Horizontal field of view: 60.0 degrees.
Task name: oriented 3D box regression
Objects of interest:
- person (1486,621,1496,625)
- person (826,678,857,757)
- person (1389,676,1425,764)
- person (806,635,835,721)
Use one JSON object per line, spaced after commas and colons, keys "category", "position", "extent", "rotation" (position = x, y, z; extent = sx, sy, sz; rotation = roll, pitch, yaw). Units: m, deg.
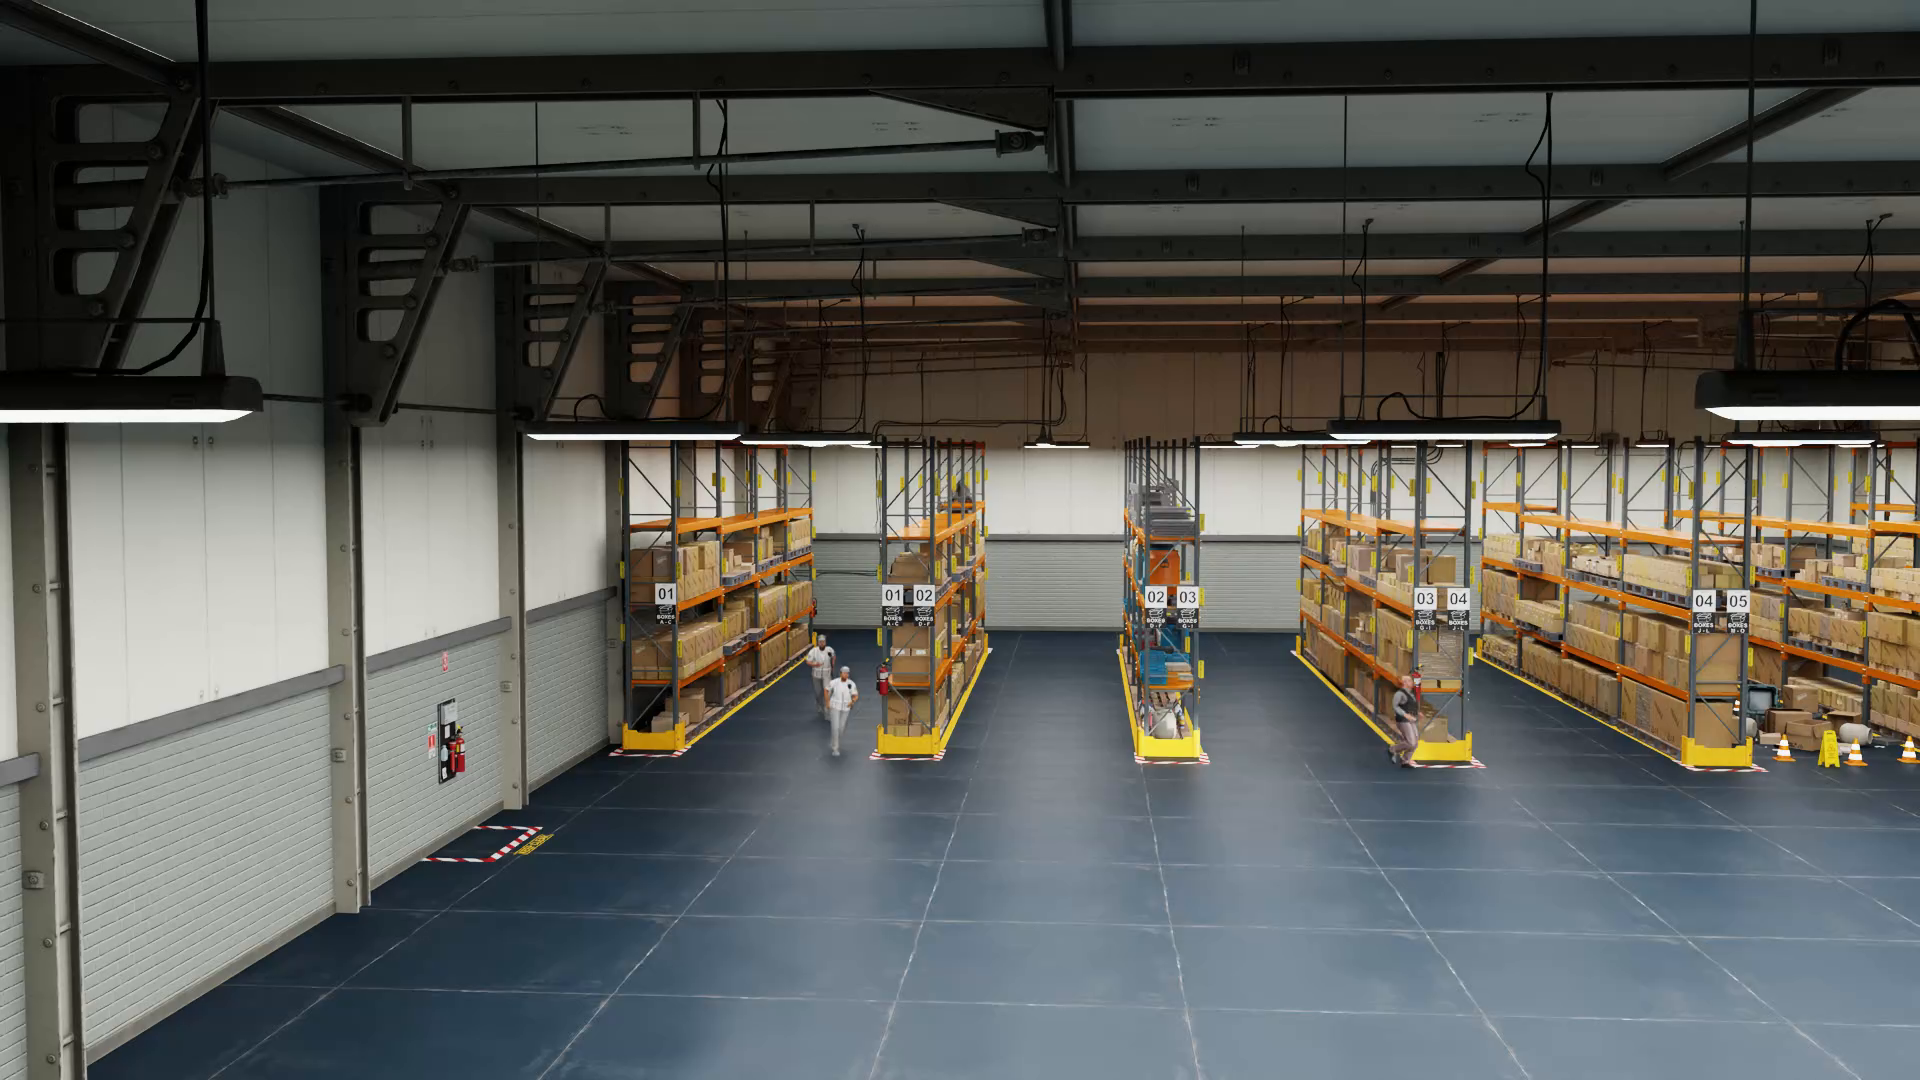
{"category": "person", "position": [15.288, 2.128, 47.638], "extent": [0.345, 0.633, 0.532], "rotation": [2, 4, 36]}
{"category": "person", "position": [-2.240, 3.333, 31.559], "extent": [0.588, 1.454, 0.777], "rotation": [-1, 3, -18]}
{"category": "person", "position": [8.045, 3.252, 29.947], "extent": [0.533, 1.619, 0.646], "rotation": [3, 4, 42]}
{"category": "person", "position": [-2.992, 2.946, 35.724], "extent": [0.626, 1.840, 1.008], "rotation": [0, 3, -5]}
